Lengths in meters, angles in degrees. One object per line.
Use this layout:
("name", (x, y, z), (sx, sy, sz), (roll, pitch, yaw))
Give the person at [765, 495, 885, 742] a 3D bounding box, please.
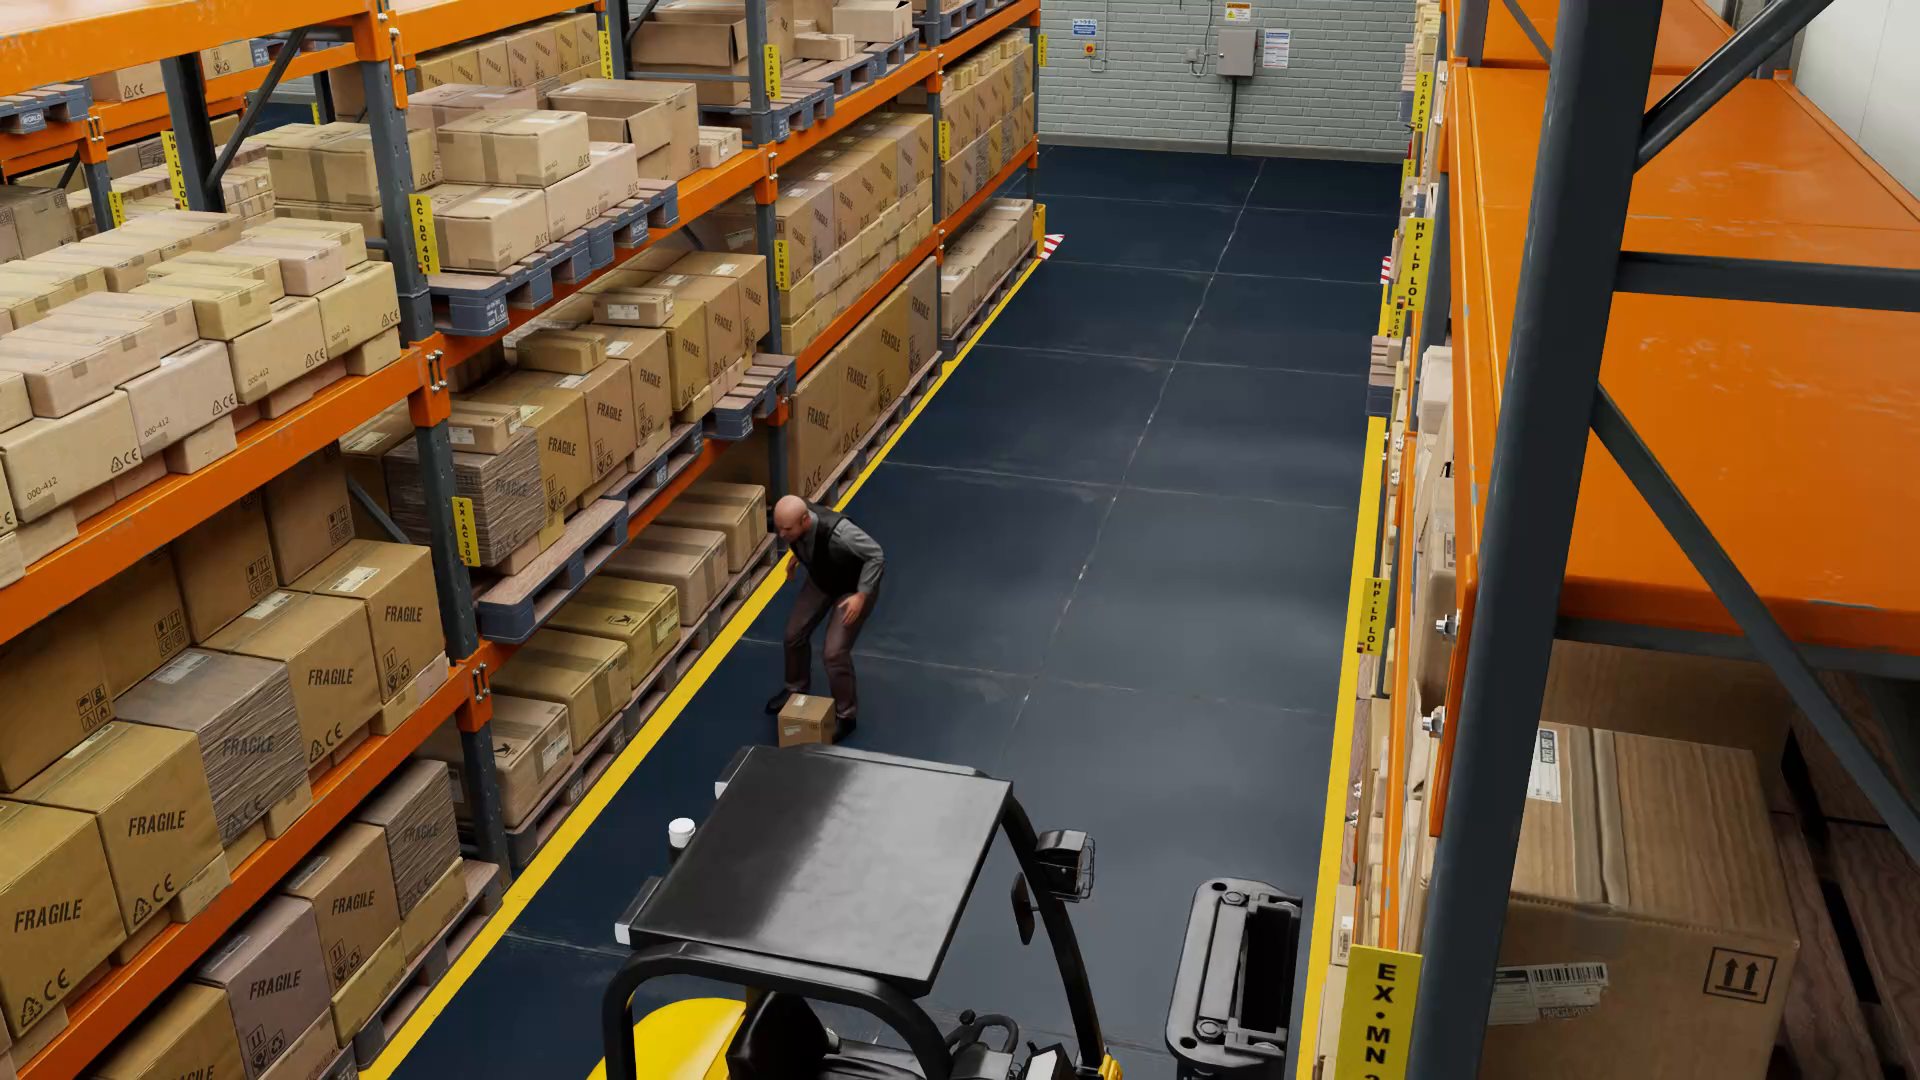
("person", (-0.754, 0.350, 9.273), (0.722, 1.483, 0.728), (17, 30, 32))
